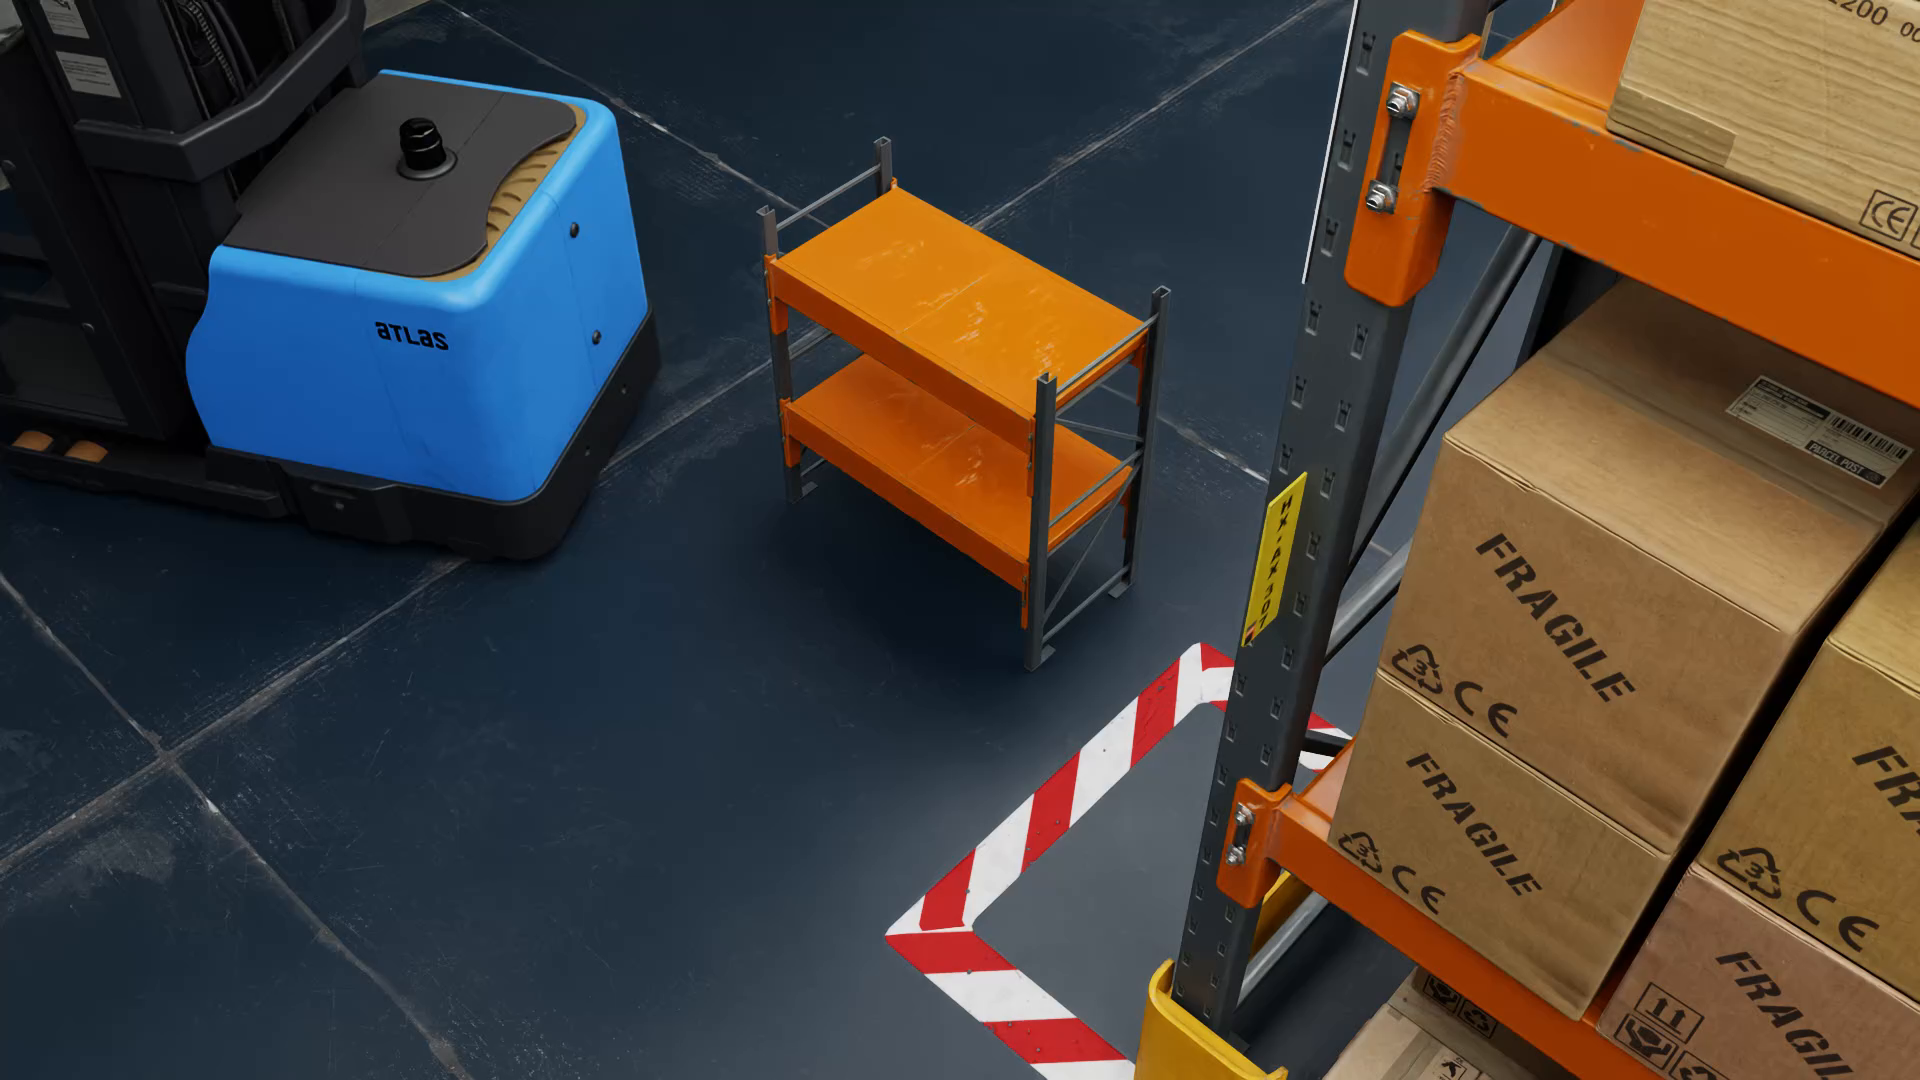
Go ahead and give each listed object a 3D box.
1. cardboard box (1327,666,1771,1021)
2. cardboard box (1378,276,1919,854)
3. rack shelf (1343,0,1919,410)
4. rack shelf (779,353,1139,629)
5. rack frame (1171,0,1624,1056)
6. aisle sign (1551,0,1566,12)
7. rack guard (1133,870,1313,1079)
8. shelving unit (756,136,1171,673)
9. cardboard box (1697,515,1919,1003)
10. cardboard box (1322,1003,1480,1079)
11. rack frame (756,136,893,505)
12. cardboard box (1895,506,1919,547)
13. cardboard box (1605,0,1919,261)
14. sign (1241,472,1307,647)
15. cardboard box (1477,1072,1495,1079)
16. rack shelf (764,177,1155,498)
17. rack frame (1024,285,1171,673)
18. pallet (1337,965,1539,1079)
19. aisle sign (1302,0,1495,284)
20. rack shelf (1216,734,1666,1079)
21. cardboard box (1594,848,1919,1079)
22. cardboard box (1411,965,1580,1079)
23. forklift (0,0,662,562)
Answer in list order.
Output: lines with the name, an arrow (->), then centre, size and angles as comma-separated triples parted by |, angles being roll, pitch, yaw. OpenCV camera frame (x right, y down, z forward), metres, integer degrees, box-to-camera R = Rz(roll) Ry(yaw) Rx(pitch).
cardboard box -> 1.000, 0.366, 2.780 | 0.500, 0.500, 0.500 | 35, 56, 28
cardboard box -> 1.000, 0.024, 2.416 | 0.500, 0.500, 0.500 | 36, 56, 29
rack shelf -> 2.323, 0.248, 1.396 | 4.000, 0.370, 1.077 | 34, 55, 28
rack shelf -> -0.005, -0.221, 5.021 | 1.000, 0.278, 0.538 | 34, 55, 28
rack frame -> 0.853, 0.040, 3.155 | 0.127, 3.000, 1.000 | 34, 55, 28
aisle sign -> 1.011, -1.048, 2.393 | 0.004, 0.787, 0.394 | 34, 55, 28
rack guard -> 0.909, 0.933, 4.031 | 0.348, 0.500, 1.175 | 34, 55, 28
shelving unit -> -0.005, -0.388, 4.843 | 1.048, 1.125, 0.538 | 34, 55, 28
cardboard box -> 1.390, 0.278, 2.177 | 0.500, 0.500, 0.500 | 35, 56, 28
cardboard box -> 0.928, 1.256, 3.667 | 0.250, 0.149, 0.380 | 34, 55, 28
rack frame -> -0.379, -0.640, 5.079 | 0.032, 1.125, 0.500 | 34, 55, 28
cardboard box -> 1.738, -0.015, 2.452 | 0.500, 0.500, 0.500 | 35, 56, 29
cardboard box -> 1.058, -0.546, 1.750 | 0.500, 0.250, 0.500 | 34, 55, 28
sign -> 0.485, 0.034, 2.567 | 0.005, 0.325, 0.100 | 34, 55, 28
cardboard box -> 1.111, 1.374, 3.544 | 0.250, 0.166, 0.380 | 34, 55, 28
rack shelf -> -0.005, -0.589, 4.630 | 1.000, 0.278, 0.538 | 34, 55, 28
rack frame -> 0.369, -0.137, 4.607 | 0.032, 1.125, 0.500 | 34, 55, 28
pallet -> 1.495, 1.425, 3.767 | 1.213, 0.211, 1.003 | 34, 55, 28
aisle sign -> 0.604, -0.727, 2.092 | 0.004, 0.787, 0.394 | 34, 55, 28
rack shelf -> 2.323, 1.275, 2.489 | 4.000, 0.370, 1.077 | 34, 55, 28
cardboard box -> 1.383, 0.618, 2.543 | 0.500, 0.500, 0.500 | 33, 55, 27
cardboard box -> 1.420, 0.881, 3.778 | 0.500, 0.500, 0.500 | 34, 55, 28
forklift -> -2.600, -1.523, 4.670 | 3.031, 2.935, 1.130 | 11, 48, 10
